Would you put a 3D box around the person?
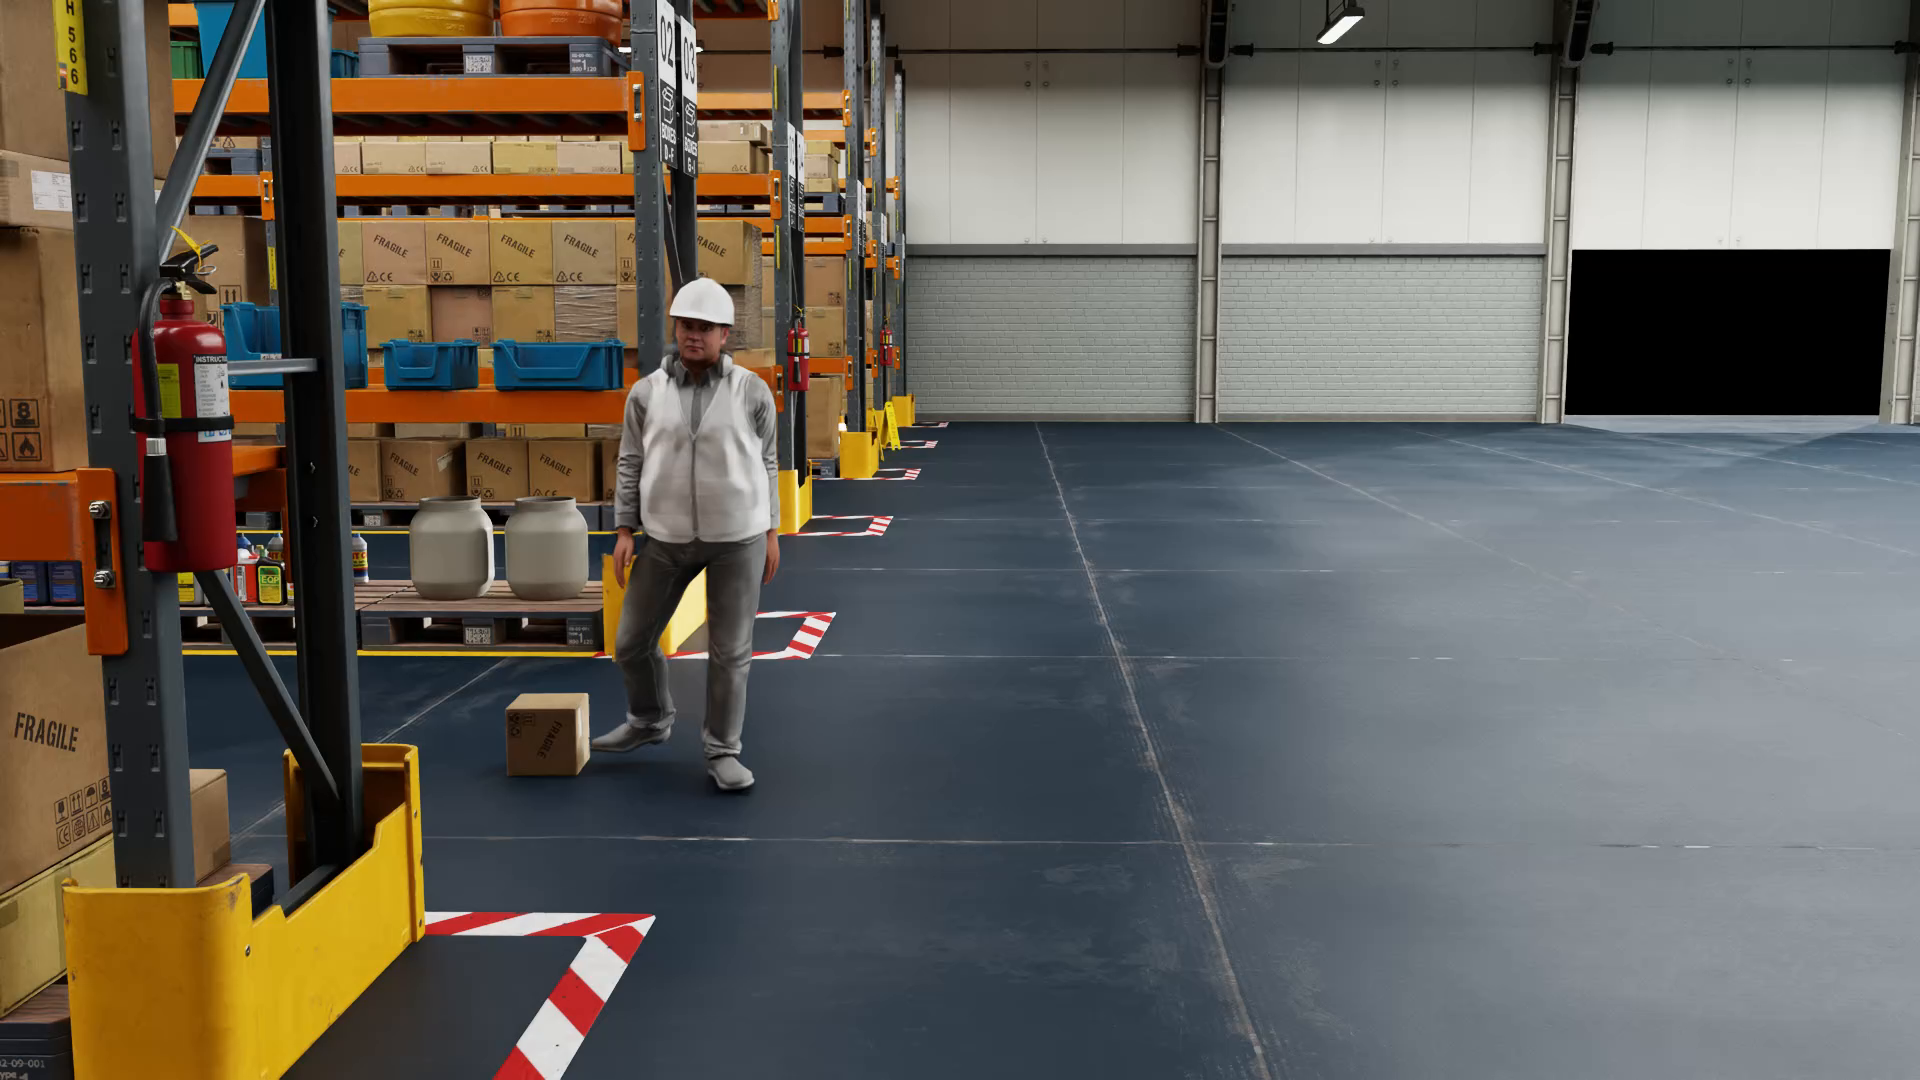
[{"bbox_3d":[-0.994,-0.020,5.826,0.725,1.760,0.524,0,7,2],"label":"person"}]
